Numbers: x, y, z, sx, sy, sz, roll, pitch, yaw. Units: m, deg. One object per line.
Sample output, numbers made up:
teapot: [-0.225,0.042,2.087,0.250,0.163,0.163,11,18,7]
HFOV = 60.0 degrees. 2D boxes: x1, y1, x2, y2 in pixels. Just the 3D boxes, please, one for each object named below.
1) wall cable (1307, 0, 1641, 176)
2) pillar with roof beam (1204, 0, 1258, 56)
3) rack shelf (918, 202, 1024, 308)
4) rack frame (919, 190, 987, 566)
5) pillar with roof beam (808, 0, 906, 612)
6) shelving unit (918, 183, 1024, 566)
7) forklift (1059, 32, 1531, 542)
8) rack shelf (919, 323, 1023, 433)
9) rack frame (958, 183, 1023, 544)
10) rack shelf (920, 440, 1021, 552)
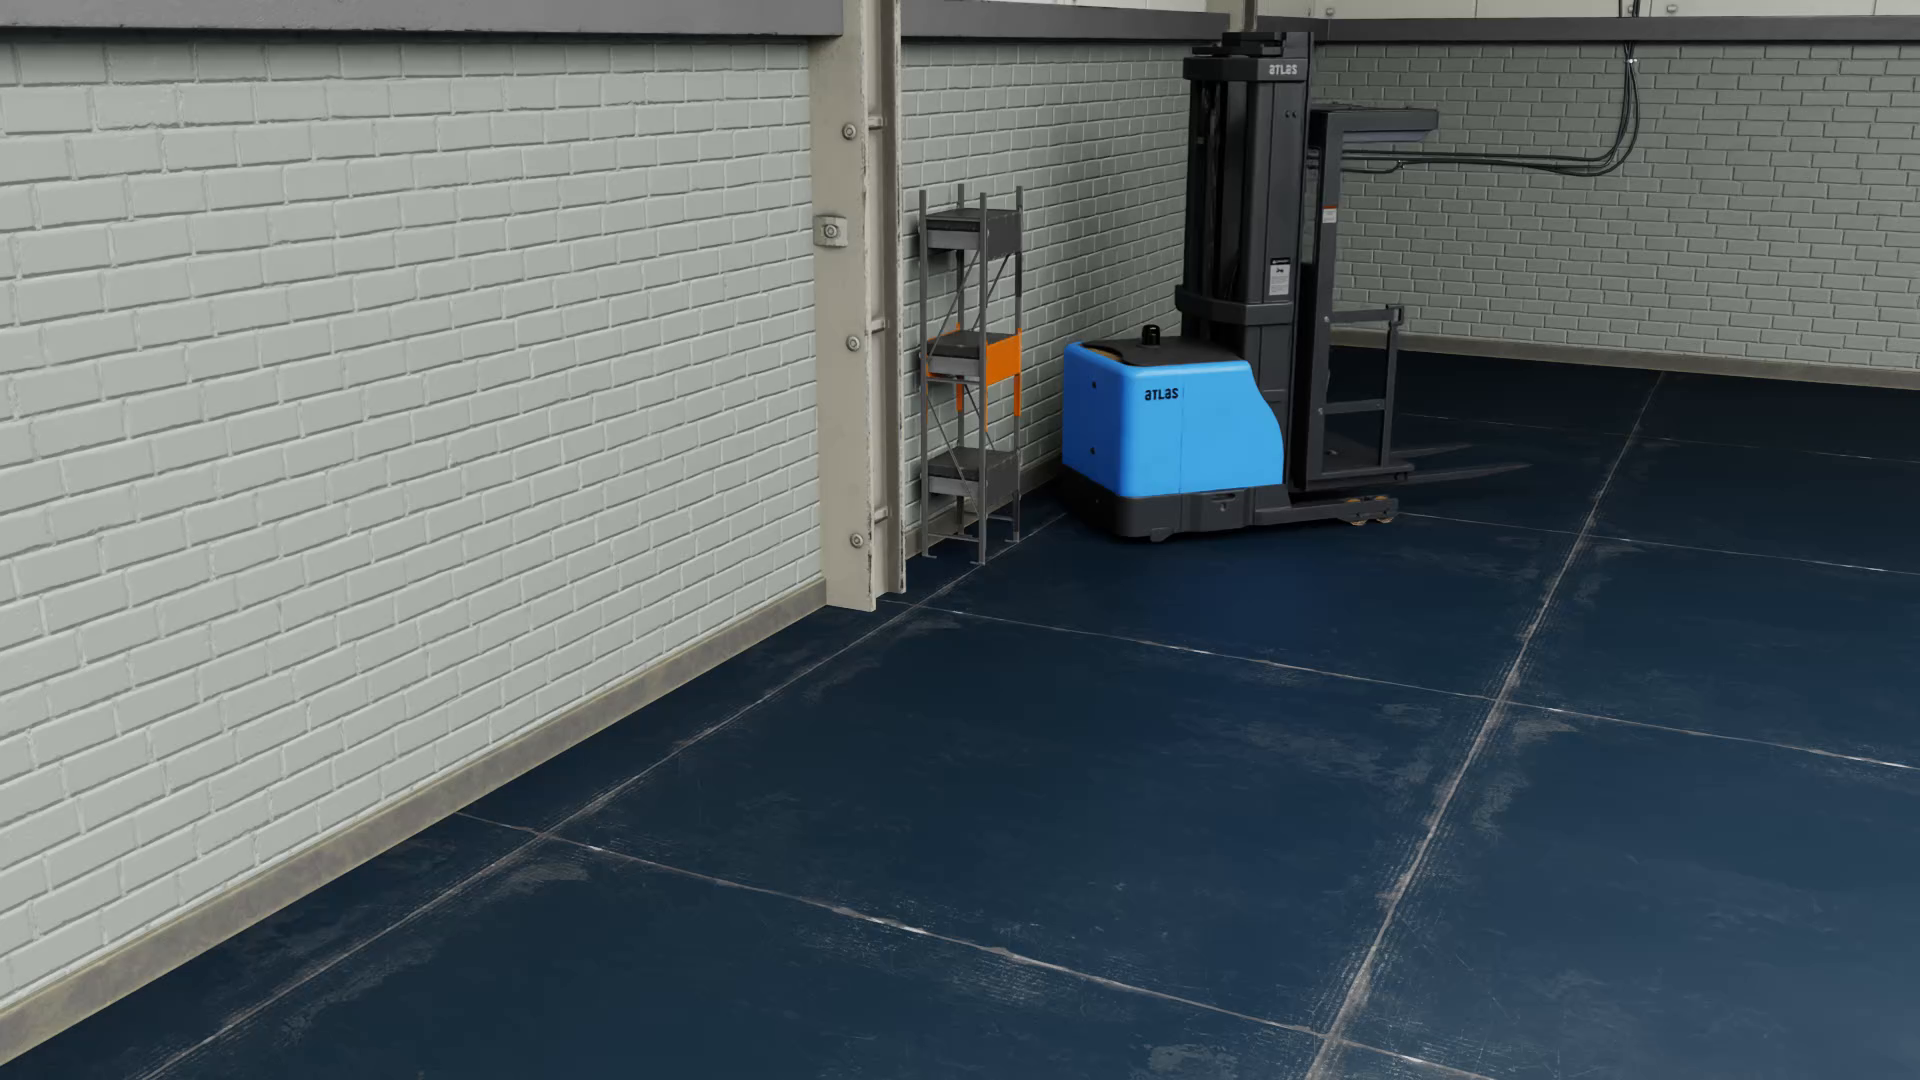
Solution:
wall cable: [4.663,-4.627,15.253,3.097,2.526,0.112,8,18,25]
pillar with roof beam: [6.015,-4.986,11.007,9.100,9.000,0.400,8,18,25]
rack shelf: [0.066,-1.606,9.334,0.431,0.518,0.480,8,18,24]
rack frame: [-0.040,-0.886,9.318,0.400,2.100,0.015,8,18,24]
pillar with roof beam: [3.334,-3.458,5.861,9.100,9.000,0.400,8,18,25]
shelving unit: [0.066,-0.948,9.530,0.431,2.100,0.503,8,18,24]
forklift: [2.209,-1.628,10.357,3.031,2.935,1.130,-6,17,-19]
rack shelf: [0.066,-0.935,9.533,0.431,0.518,0.480,8,18,24]
rack frame: [0.171,-1.011,9.741,0.400,2.100,0.015,8,18,24]
rack shelf: [0.066,-0.264,9.733,0.431,0.518,0.480,8,18,24]
